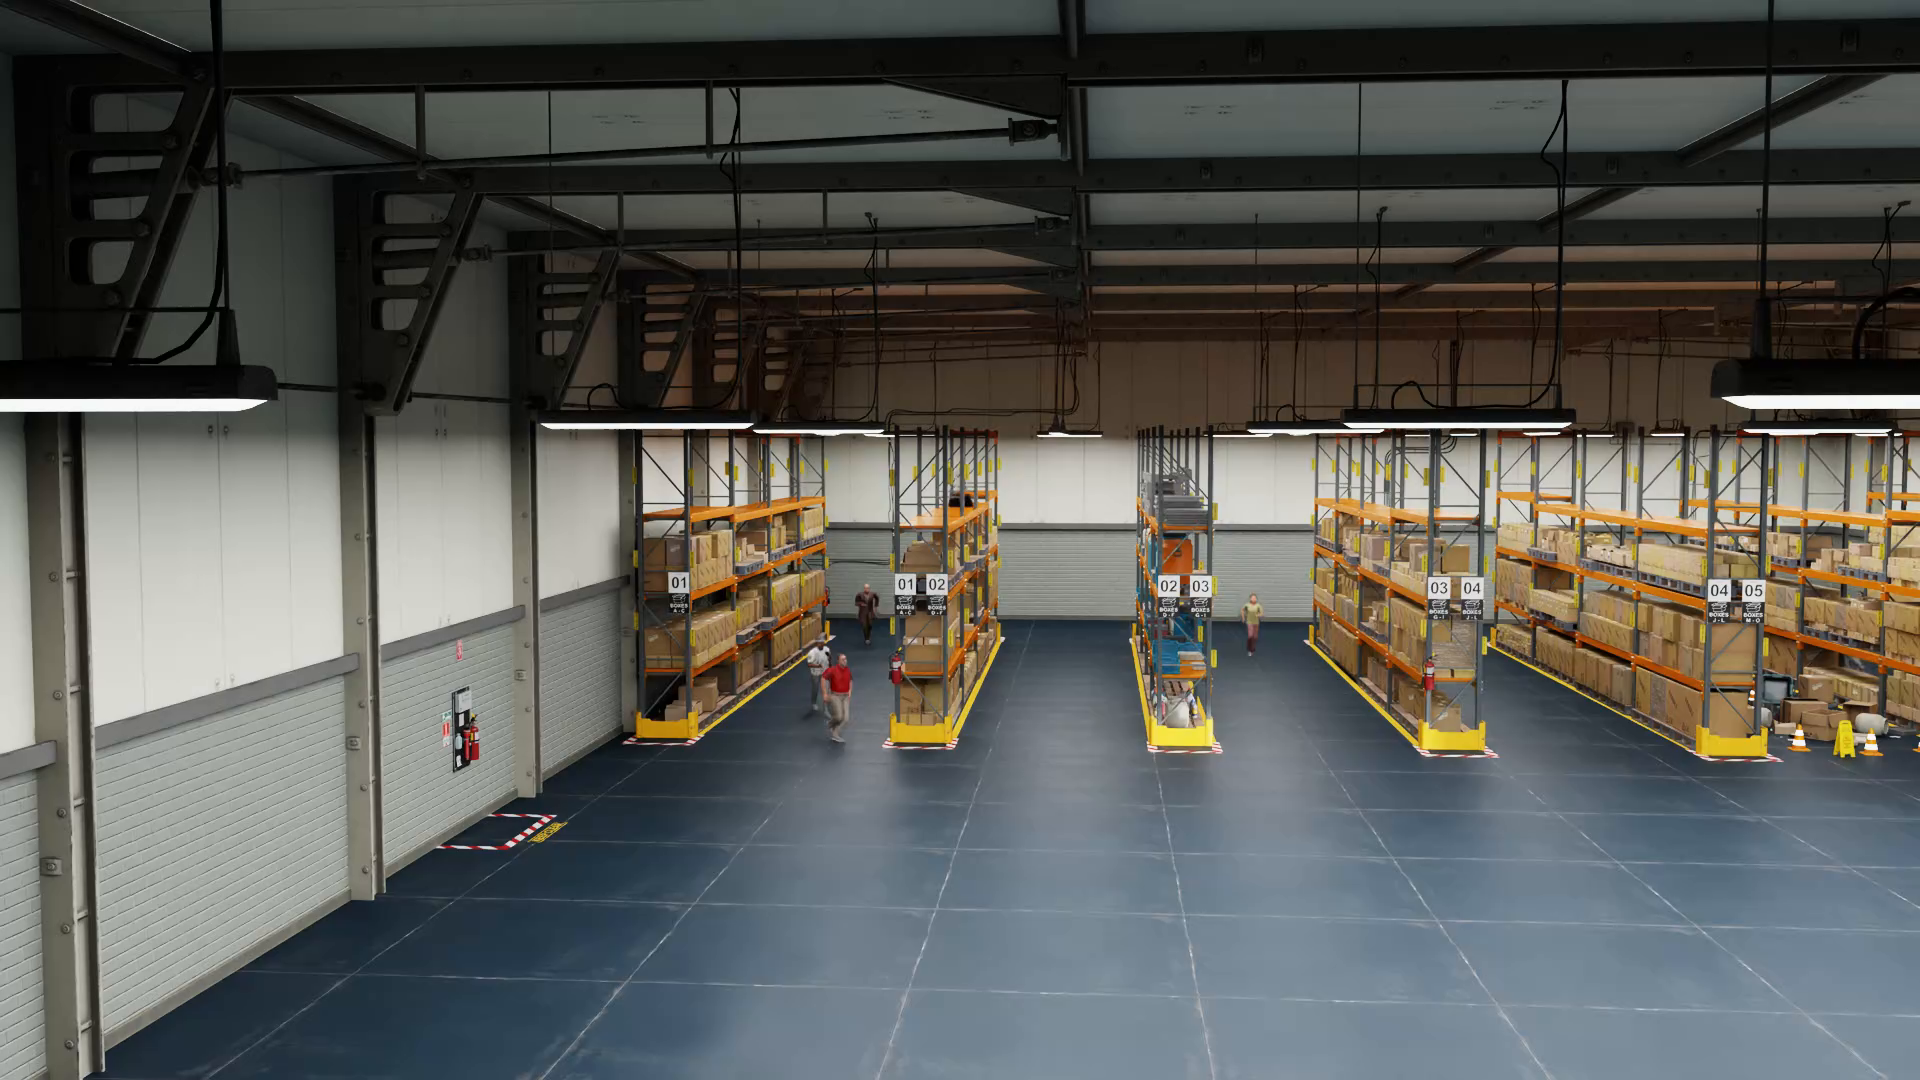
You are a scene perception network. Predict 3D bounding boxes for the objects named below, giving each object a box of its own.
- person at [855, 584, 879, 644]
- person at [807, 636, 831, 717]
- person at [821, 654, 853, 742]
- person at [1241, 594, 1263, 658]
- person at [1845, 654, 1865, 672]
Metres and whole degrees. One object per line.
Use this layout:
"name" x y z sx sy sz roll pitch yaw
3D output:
"person" -2.594 2.075 46.479 0.681 1.704 0.796 0 3 -3
"person" -2.926 2.808 34.666 0.589 1.678 0.963 -1 4 -19
"person" -2.319 2.996 31.553 0.721 1.681 0.548 -3 4 -40
"person" 7.723 2.253 43.858 0.530 1.687 0.684 0 3 -3
"person" 21.574 2.461 40.234 0.696 1.713 0.767 0 3 -4
